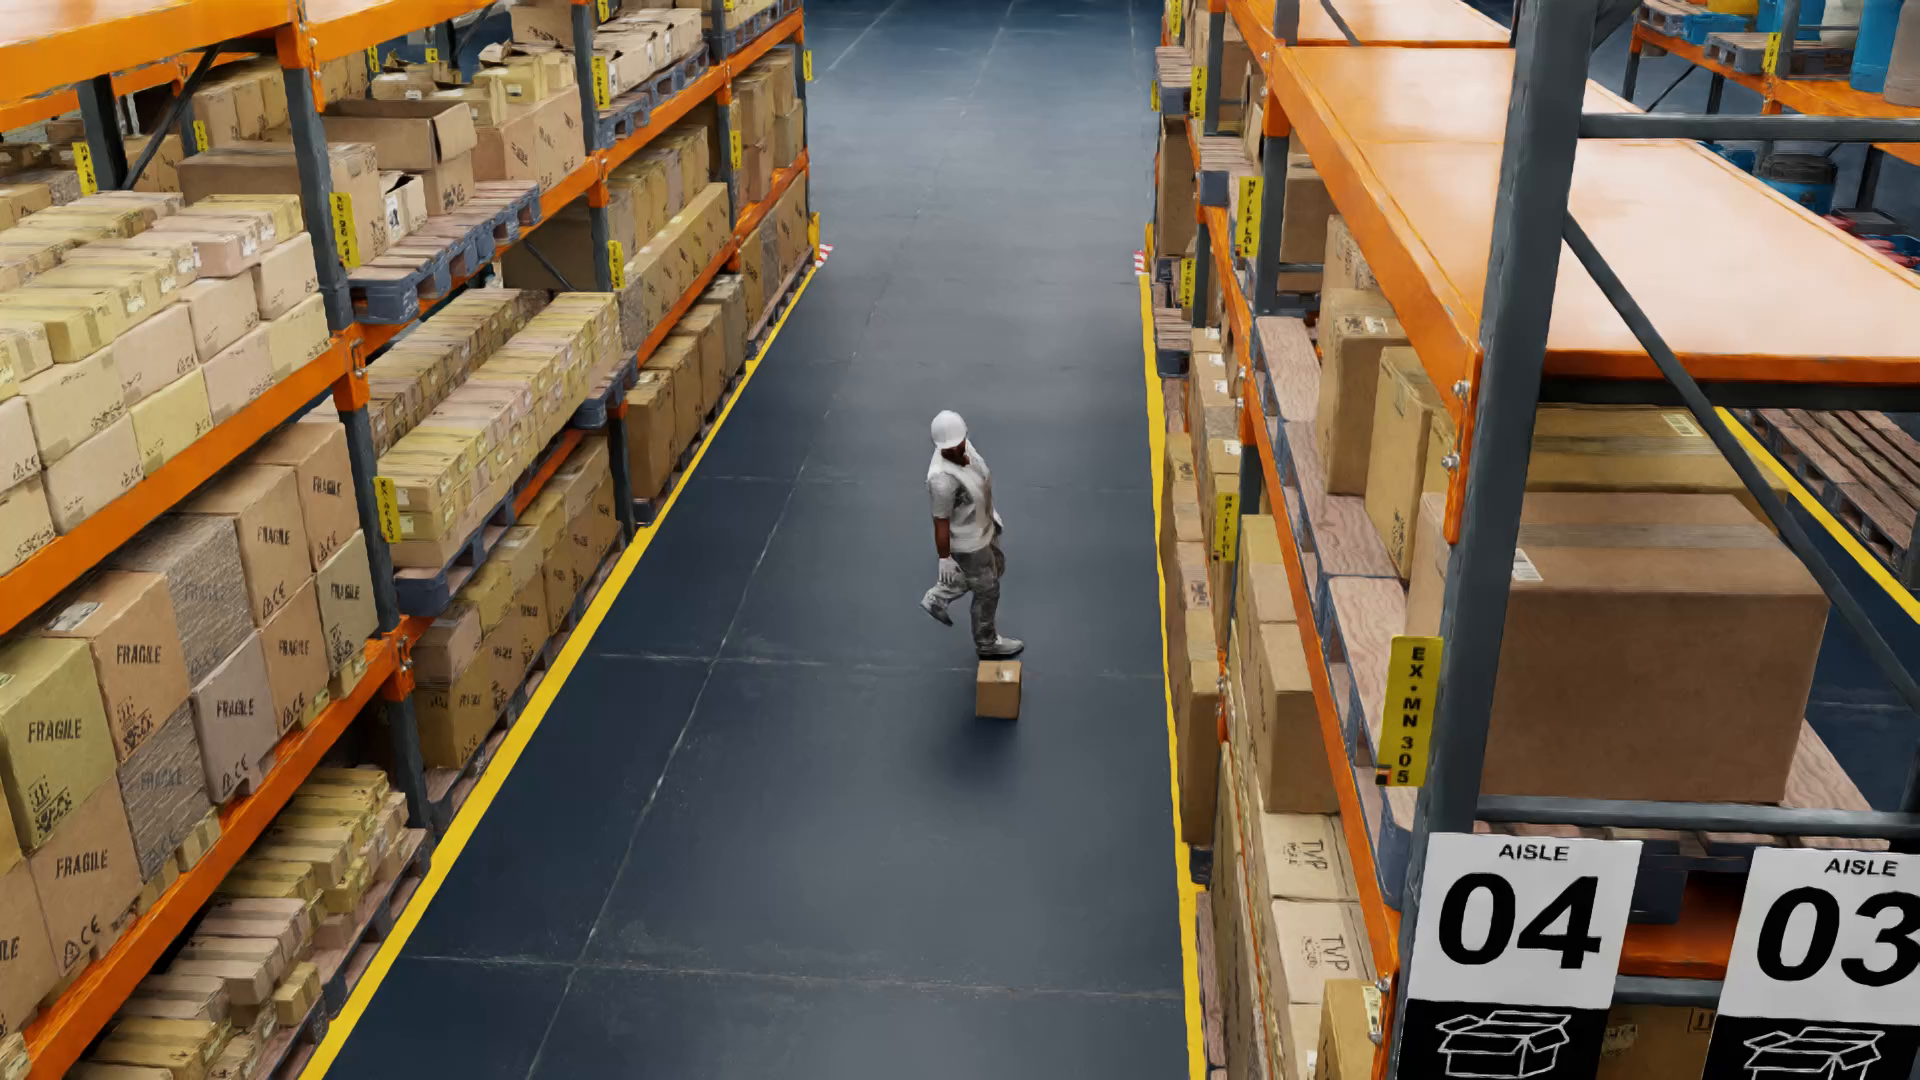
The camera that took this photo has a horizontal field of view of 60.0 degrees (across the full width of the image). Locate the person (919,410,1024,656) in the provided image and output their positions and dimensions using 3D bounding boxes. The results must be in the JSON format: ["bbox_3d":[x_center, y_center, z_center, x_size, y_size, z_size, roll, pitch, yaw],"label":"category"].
[{"bbox_3d":[0.058,-0.012,10.082,0.664,1.736,0.621,2,24,4],"label":"person"}]
